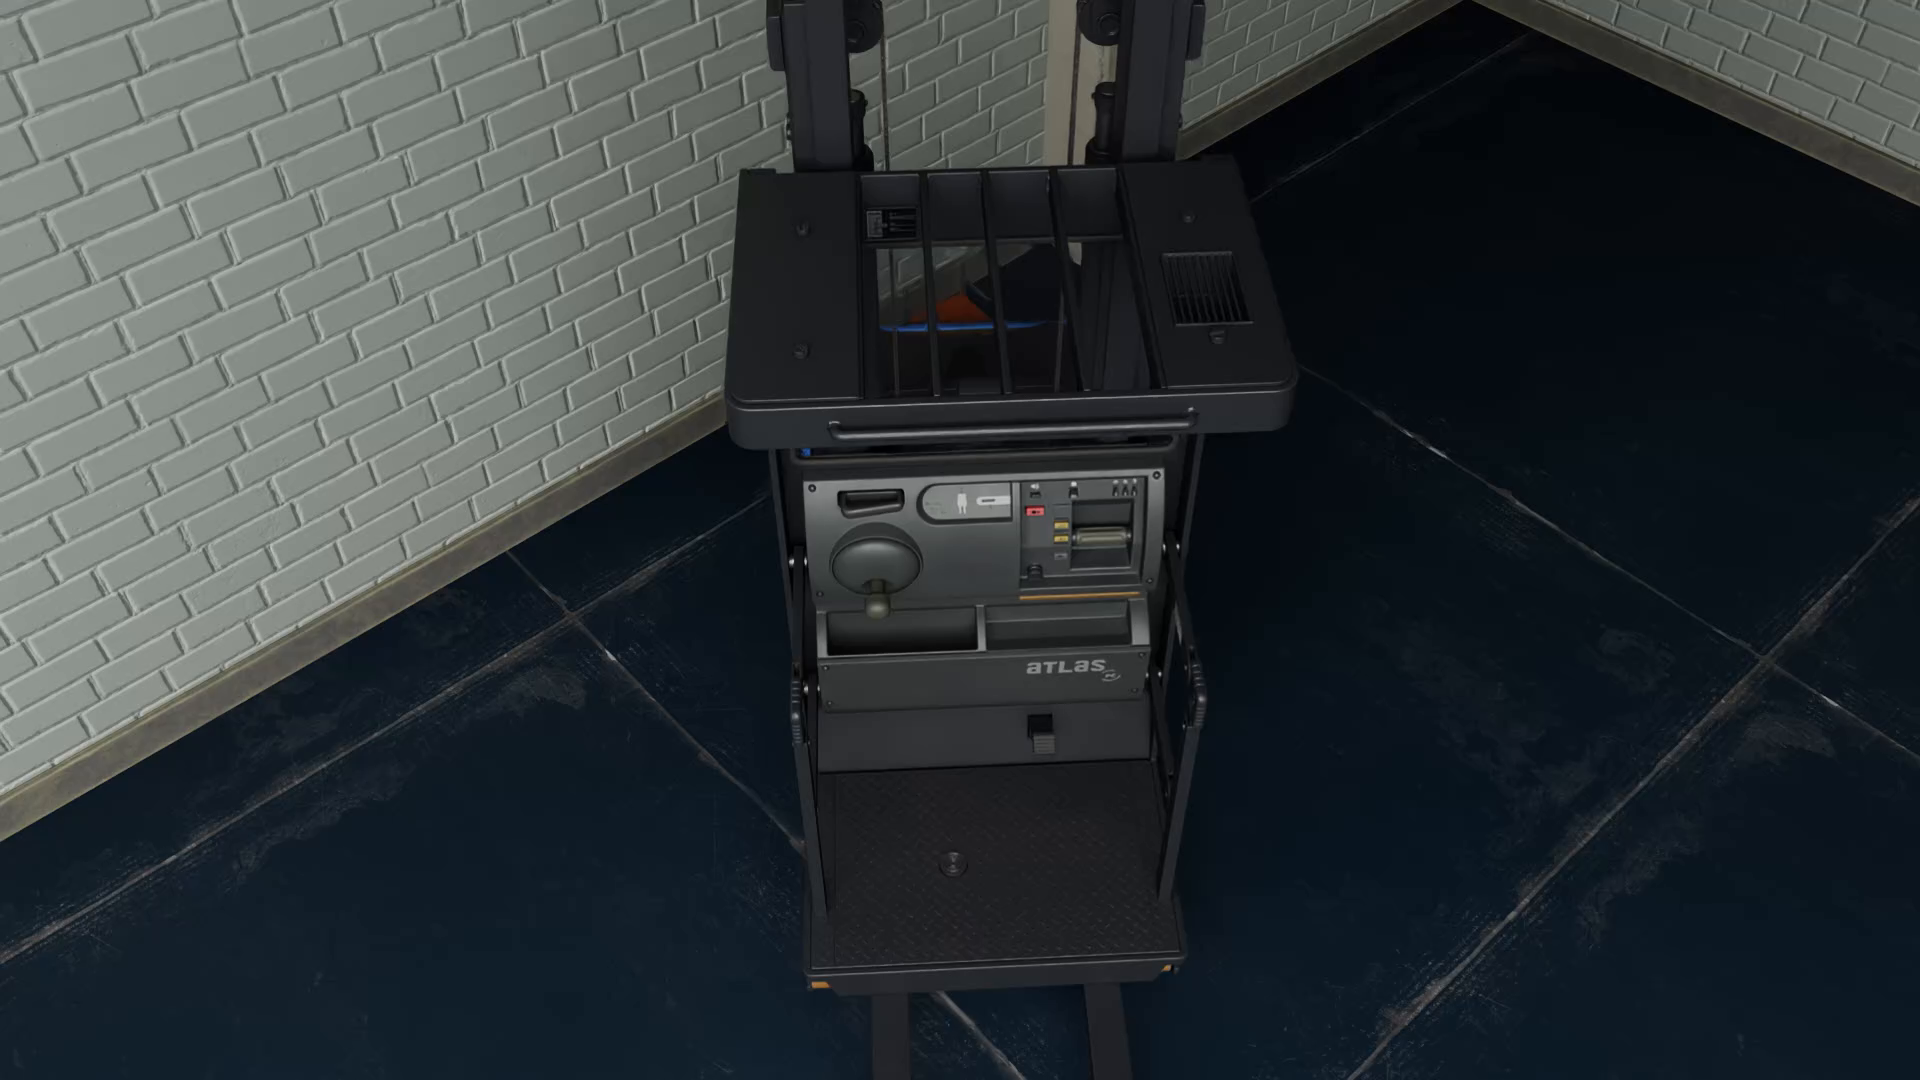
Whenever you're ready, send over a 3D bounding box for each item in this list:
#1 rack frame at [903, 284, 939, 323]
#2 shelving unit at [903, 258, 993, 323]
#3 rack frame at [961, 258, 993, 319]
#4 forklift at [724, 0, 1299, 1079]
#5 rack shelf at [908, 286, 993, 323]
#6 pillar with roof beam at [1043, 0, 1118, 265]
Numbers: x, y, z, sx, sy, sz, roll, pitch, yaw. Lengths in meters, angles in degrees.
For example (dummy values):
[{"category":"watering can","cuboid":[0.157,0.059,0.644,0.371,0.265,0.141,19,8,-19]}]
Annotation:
[{"category":"rack frame","cuboid":[-0.132,-0.450,5.950,0.008,1.050,0.200,-28,53,-23]},{"category":"shelving unit","cuboid":[-0.033,-0.502,5.999,0.252,1.050,0.215,-28,53,-23]},{"category":"rack frame","cuboid":[0.066,-0.554,6.047,0.008,1.050,0.200,-28,53,-23]},{"category":"forklift","cuboid":[0.079,0.096,4.167,1.130,2.935,3.031,-2,47,-2]},{"category":"rack shelf","cuboid":[-0.033,-0.687,5.798,0.240,0.259,0.215,-28,53,-23]},{"category":"pillar with roof beam","cuboid":[3.500,-2.092,2.057,0.400,9.000,9.100,-34,56,-27]}]
